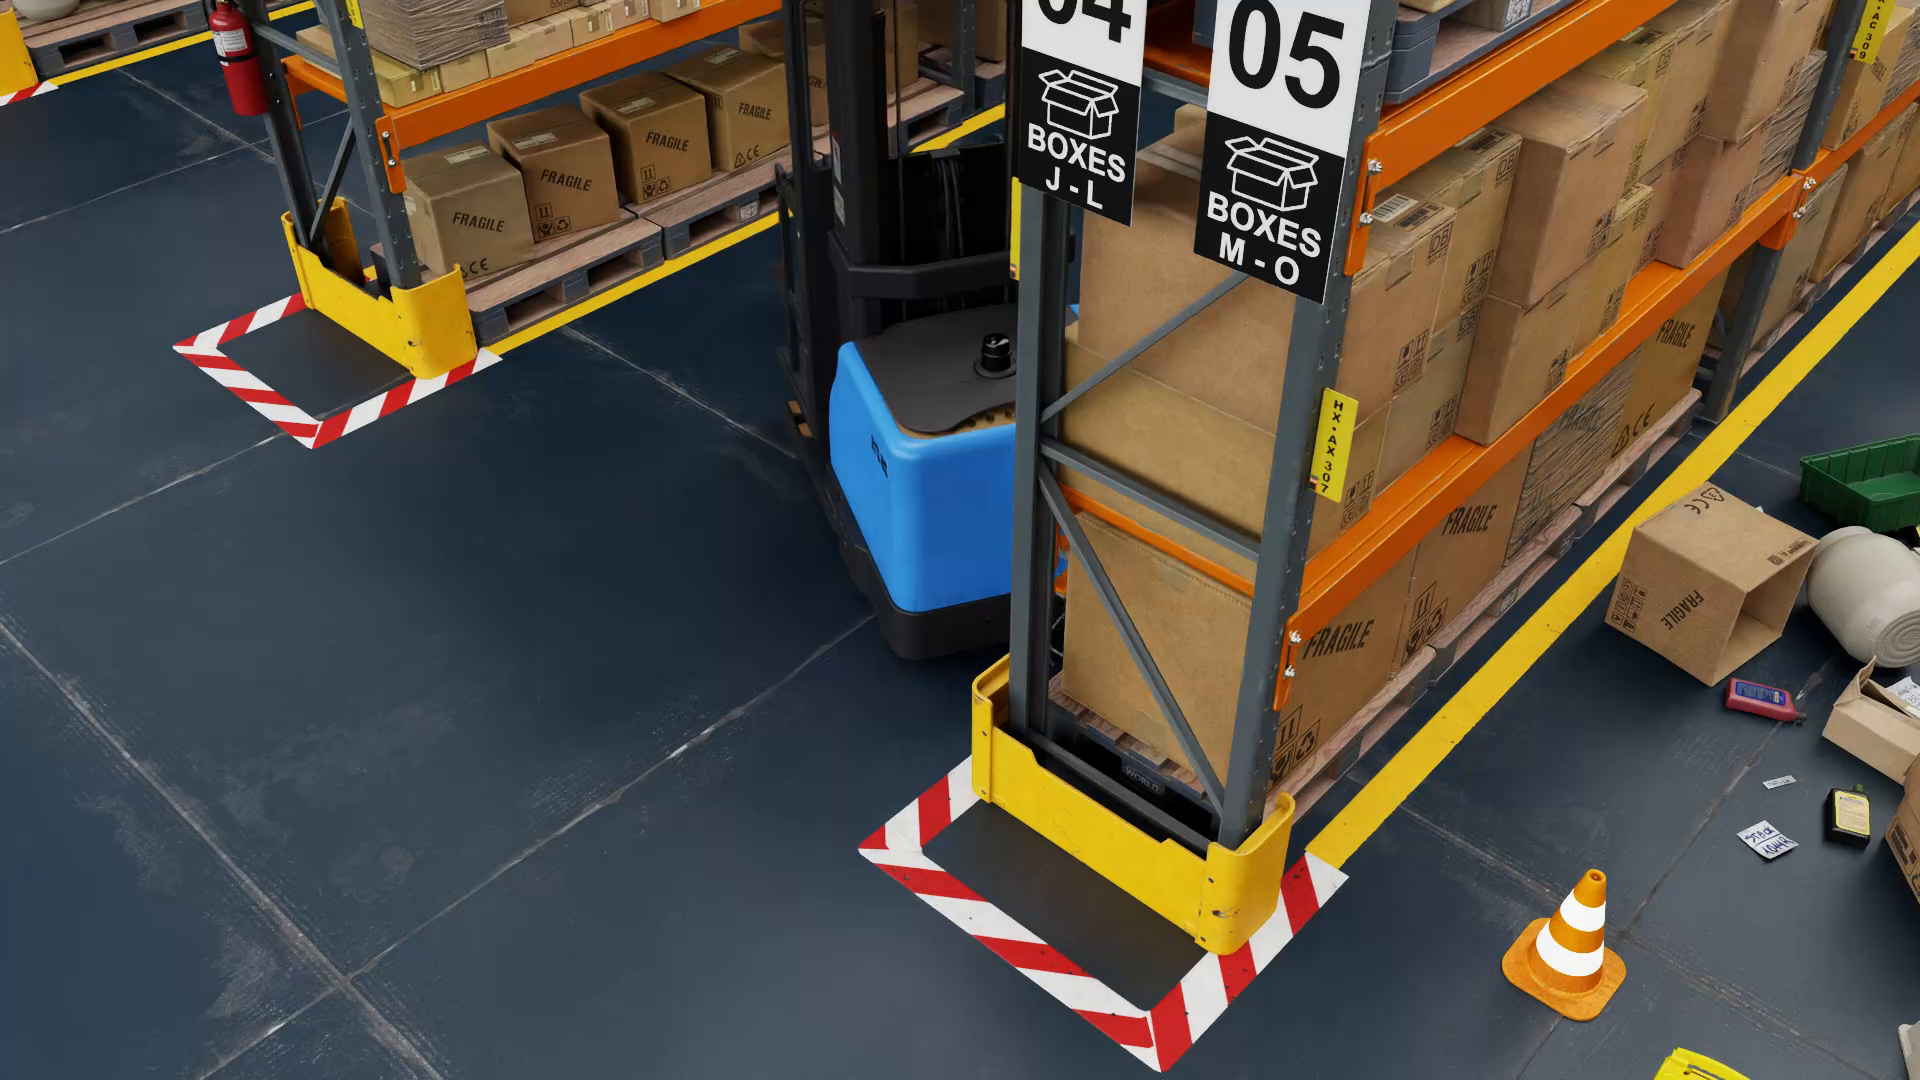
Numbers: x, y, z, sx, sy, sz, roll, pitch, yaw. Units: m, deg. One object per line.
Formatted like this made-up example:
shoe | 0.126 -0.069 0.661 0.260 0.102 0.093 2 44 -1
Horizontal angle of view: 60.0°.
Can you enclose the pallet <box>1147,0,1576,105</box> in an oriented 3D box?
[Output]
pallet | 1.072 -1.598 4.511 1.003 0.211 1.213 30 47 32

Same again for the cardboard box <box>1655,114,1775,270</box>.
cardboard box | 2.683 -1.573 6.698 0.875 0.550 0.550 30 47 32

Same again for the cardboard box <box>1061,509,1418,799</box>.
cardboard box | 0.988 0.214 5.940 0.875 0.875 0.875 30 47 32

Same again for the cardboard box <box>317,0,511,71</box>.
cardboard box | -2.623 -2.640 7.840 0.875 0.500 0.500 30 47 32

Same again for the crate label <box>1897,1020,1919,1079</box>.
crate label | 3.075 1.602 5.125 0.250 0.136 0.298 8 39 10

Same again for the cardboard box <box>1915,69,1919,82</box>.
cardboard box | 4.510 -2.580 8.004 0.500 0.500 0.500 29 47 32

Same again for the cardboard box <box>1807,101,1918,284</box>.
cardboard box | 4.284 -2.000 8.825 1.050 0.750 0.750 30 47 32

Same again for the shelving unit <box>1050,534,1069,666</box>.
shelving unit | 0.584 -0.047 6.270 0.258 1.200 0.503 31 50 32

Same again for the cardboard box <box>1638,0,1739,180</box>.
cardboard box | 2.252 -1.786 6.098 0.875 0.550 0.550 30 47 32

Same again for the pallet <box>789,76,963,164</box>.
pallet | -0.742 -2.666 10.433 1.003 0.211 1.213 30 47 32

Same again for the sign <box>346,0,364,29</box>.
sign | -2.613 -2.354 7.105 0.100 0.325 0.005 30 47 32

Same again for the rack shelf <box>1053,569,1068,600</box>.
rack shelf | 0.586 0.155 6.443 0.258 0.148 0.480 31 50 32

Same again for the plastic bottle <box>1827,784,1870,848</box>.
plastic bottle | 3.191 0.975 5.974 0.133 0.061 0.283 14 41 17

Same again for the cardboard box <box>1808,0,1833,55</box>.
cardboard box | 3.003 -2.278 6.716 0.875 0.550 0.550 30 47 32

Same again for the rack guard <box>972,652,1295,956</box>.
rack guard | 0.563 0.876 5.747 1.175 0.500 0.348 30 47 32

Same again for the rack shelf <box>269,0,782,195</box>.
rack shelf | -1.665 -2.880 9.040 1.077 0.370 4.000 30 47 32

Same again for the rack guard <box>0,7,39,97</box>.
rack guard | -6.653 -3.399 11.123 1.175 0.500 0.348 30 47 32

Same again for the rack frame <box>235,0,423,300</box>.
rack frame | -3.014 -2.243 7.660 1.000 3.000 0.127 30 47 32

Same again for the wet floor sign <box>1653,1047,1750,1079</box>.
wet floor sign | 2.021 1.652 4.653 0.267 0.644 0.232 22 43 25

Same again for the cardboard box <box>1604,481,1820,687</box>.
cardboard box | 2.988 0.170 6.632 0.500 0.500 0.500 -26 45 -29

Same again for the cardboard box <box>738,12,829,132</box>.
cardboard box | -0.996 -2.833 10.074 0.500 0.500 0.500 -19 42 -22

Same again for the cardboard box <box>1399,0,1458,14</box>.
cardboard box | 1.047 -1.416 3.995 0.380 0.149 0.250 30 47 32

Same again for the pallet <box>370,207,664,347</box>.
pallet | -2.388 -1.545 9.023 1.003 0.211 1.213 30 47 32

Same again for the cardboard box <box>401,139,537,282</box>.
cardboard box | -2.580 -1.709 8.660 0.500 0.500 0.500 -25 45 -28

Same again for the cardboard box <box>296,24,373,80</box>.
cardboard box | -2.974 -2.362 8.012 0.380 0.149 0.250 30 47 32

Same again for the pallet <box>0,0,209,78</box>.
pallet | -6.101 -3.657 11.679 1.003 0.211 1.213 30 47 32

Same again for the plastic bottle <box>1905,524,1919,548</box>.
plastic bottle | 4.205 -0.041 7.252 0.133 0.061 0.283 8 39 10

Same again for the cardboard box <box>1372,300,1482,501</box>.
cardboard box | 1.151 -0.624 5.504 0.875 0.550 0.550 30 47 32

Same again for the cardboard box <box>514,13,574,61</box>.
cardboard box | -2.130 -2.514 8.204 0.380 0.149 0.250 30 47 32

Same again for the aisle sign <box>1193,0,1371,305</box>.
aisle sign | 0.753 -0.973 3.975 0.394 0.787 0.004 30 47 32

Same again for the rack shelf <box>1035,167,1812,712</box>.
rack shelf | 1.928 -0.751 6.362 1.077 0.370 4.000 30 47 32

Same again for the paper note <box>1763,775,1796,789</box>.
paper note | 3.017 0.891 6.122 0.123 0.001 0.032 -11 40 -14

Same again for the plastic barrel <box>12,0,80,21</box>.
plastic barrel | -6.282 -3.848 11.340 0.421 0.512 0.421 0 38 0

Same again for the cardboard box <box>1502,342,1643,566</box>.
cardboard box | 2.196 -0.609 6.975 0.875 0.875 0.875 30 47 32

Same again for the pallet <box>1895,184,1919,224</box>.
pallet | 5.389 -2.367 10.057 1.003 0.211 1.213 30 47 32

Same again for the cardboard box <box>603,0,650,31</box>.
cardboard box | -1.807 -2.752 8.503 0.380 0.149 0.250 30 47 32

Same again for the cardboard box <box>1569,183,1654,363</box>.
cardboard box | 1.948 -1.089 6.089 0.875 0.550 0.500 30 47 32

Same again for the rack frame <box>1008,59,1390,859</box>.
rack frame | 0.579 -0.114 4.983 1.000 3.000 0.127 30 47 32

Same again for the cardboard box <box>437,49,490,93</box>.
cardboard box | -2.463 -2.282 7.912 0.380 0.149 0.250 30 47 32

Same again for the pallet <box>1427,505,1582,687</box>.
pallet | 1.884 0.020 7.056 1.003 0.211 1.213 30 47 32

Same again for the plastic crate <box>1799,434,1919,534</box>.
plastic crate | 4.127 -0.243 7.359 0.662 0.188 0.450 -11 30 -14

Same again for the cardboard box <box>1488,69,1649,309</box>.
cardboard box | 1.639 -1.241 5.412 0.875 0.550 0.550 30 47 32

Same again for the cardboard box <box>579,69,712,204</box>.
cardboard box | -1.766 -2.277 9.375 0.500 0.500 0.500 -29 47 -32

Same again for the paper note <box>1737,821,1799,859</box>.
paper note | 2.862 1.061 5.893 0.142 0.017 0.144 -18 42 -21

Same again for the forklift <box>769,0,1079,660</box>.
forklift | -0.208 -1.597 6.903 1.130 2.935 3.031 -11 40 -14

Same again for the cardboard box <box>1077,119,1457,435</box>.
cardboard box | 0.858 -0.749 4.794 0.875 0.550 0.550 30 47 32

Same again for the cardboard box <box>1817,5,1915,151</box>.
cardboard box | 3.831 -2.119 7.425 0.500 0.500 0.500 30 47 32

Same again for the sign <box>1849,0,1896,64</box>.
sign | 3.688 -2.089 6.708 0.100 0.325 0.005 30 47 32

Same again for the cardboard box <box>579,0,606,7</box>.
cardboard box | -2.005 -3.131 8.458 0.875 0.500 0.500 30 47 32

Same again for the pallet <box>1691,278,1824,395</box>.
pallet | 3.743 -1.246 8.647 1.003 0.211 1.213 30 47 32
